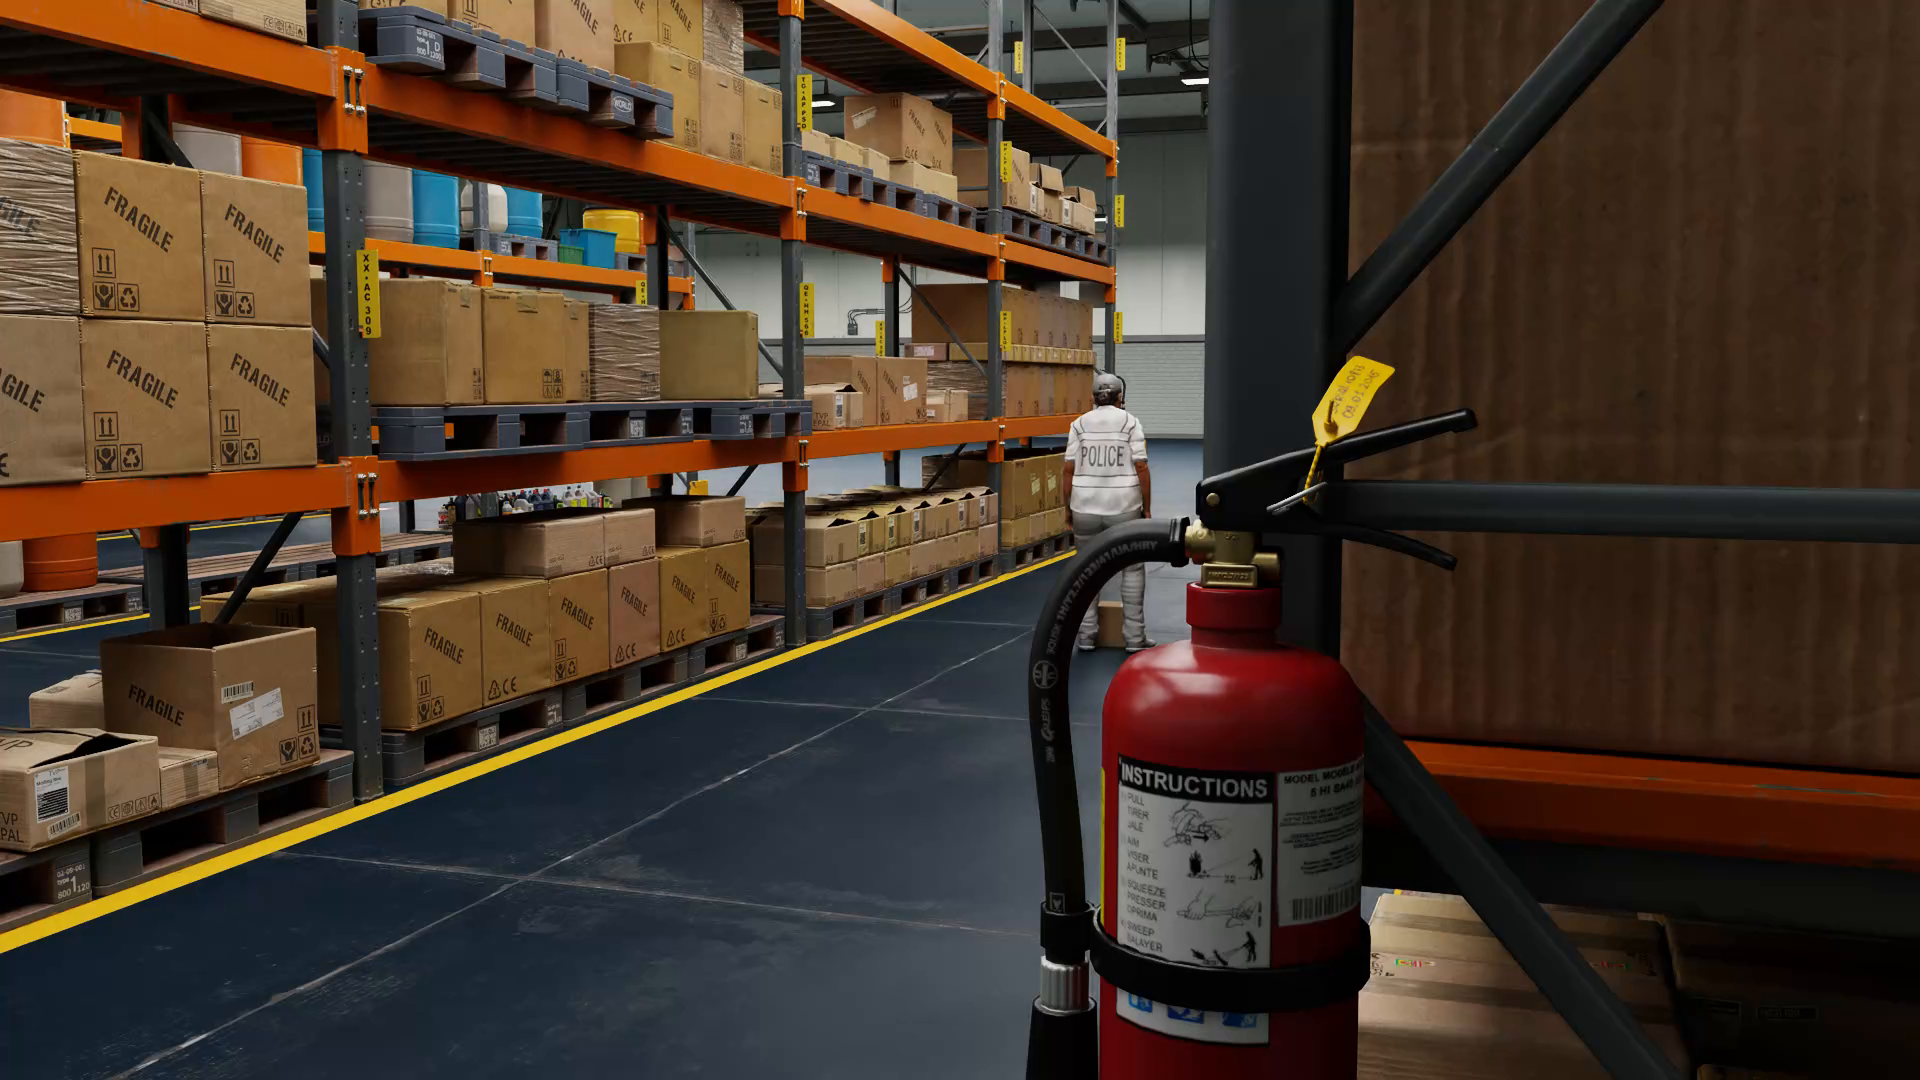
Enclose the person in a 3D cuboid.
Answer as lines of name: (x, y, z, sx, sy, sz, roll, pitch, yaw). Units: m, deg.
person: (0.900, -0.166, 9.989, 0.563, 1.667, 0.463, 2, 6, 16)
